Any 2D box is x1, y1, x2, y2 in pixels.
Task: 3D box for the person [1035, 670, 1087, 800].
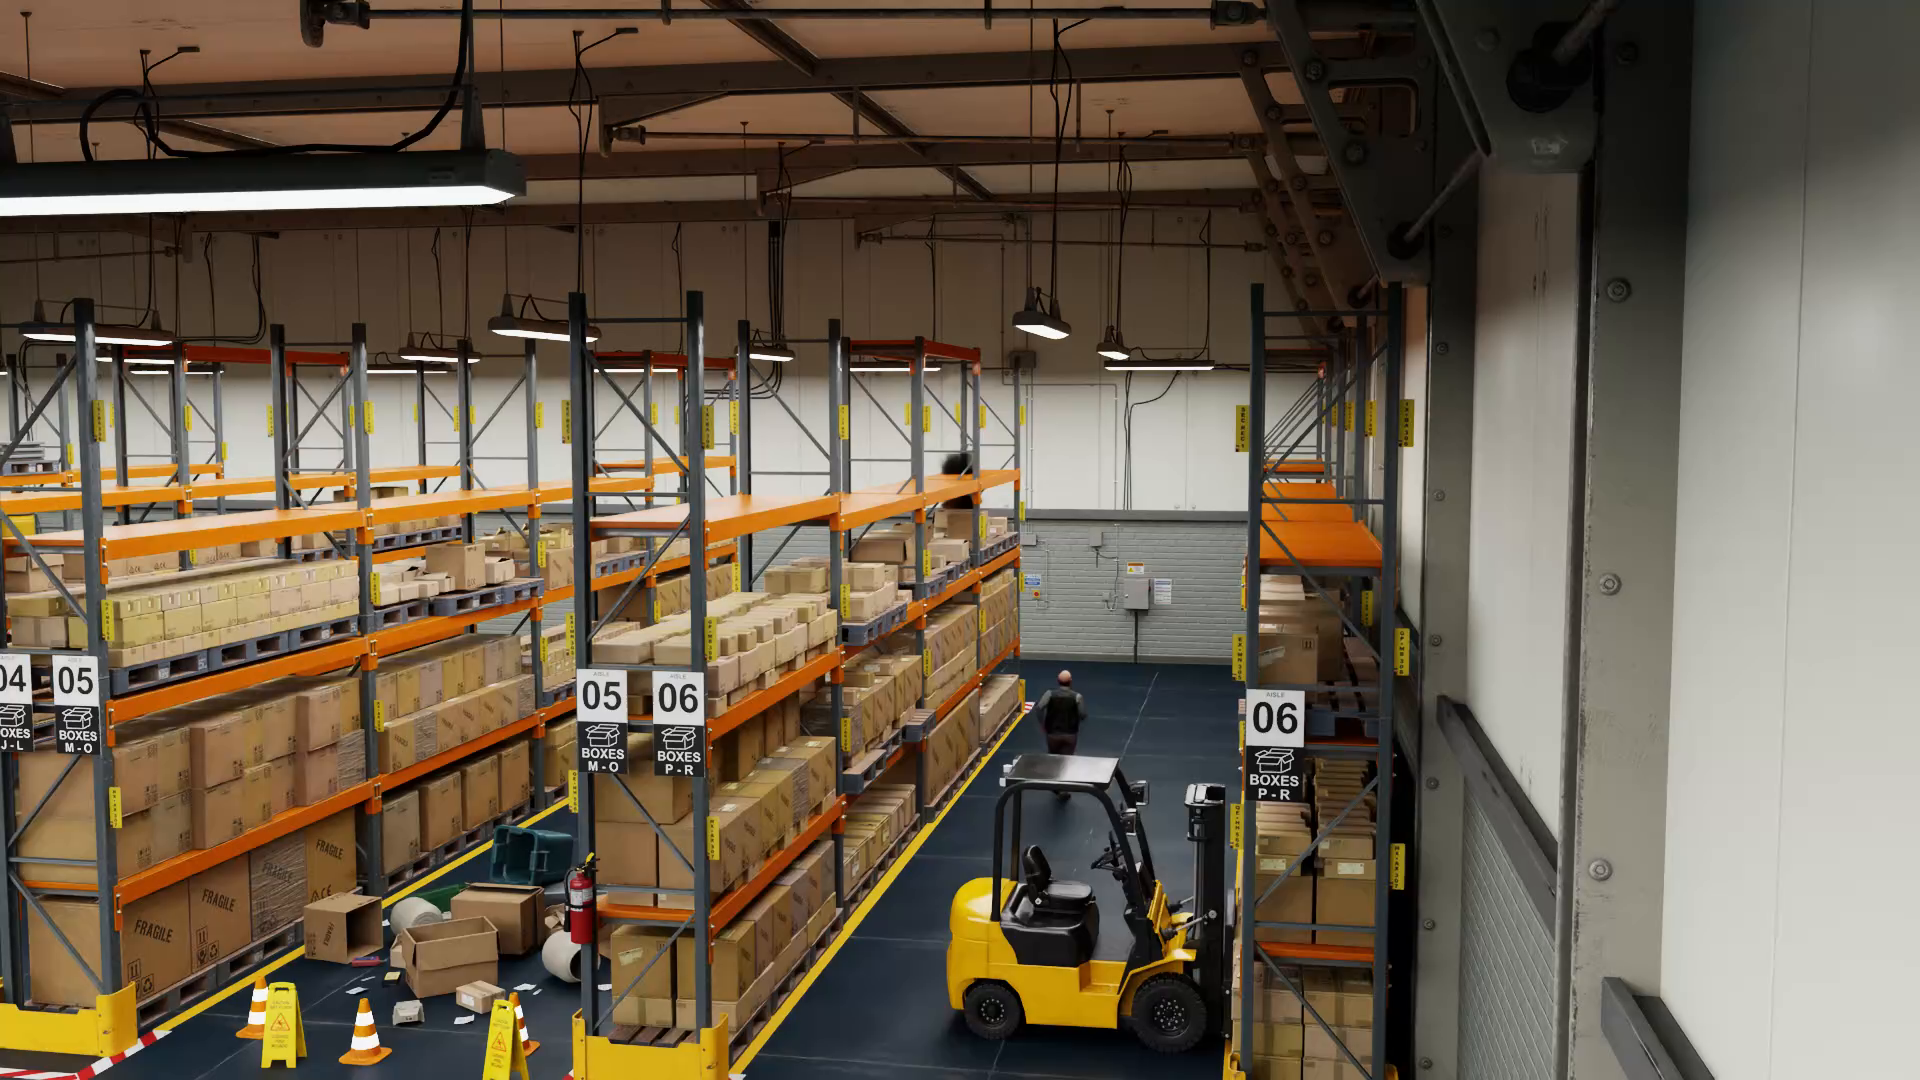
[{"bbox_3d":[1.345,2.551,21.973,0.669,1.683,0.618,1,5,8],"label":"person"}]
